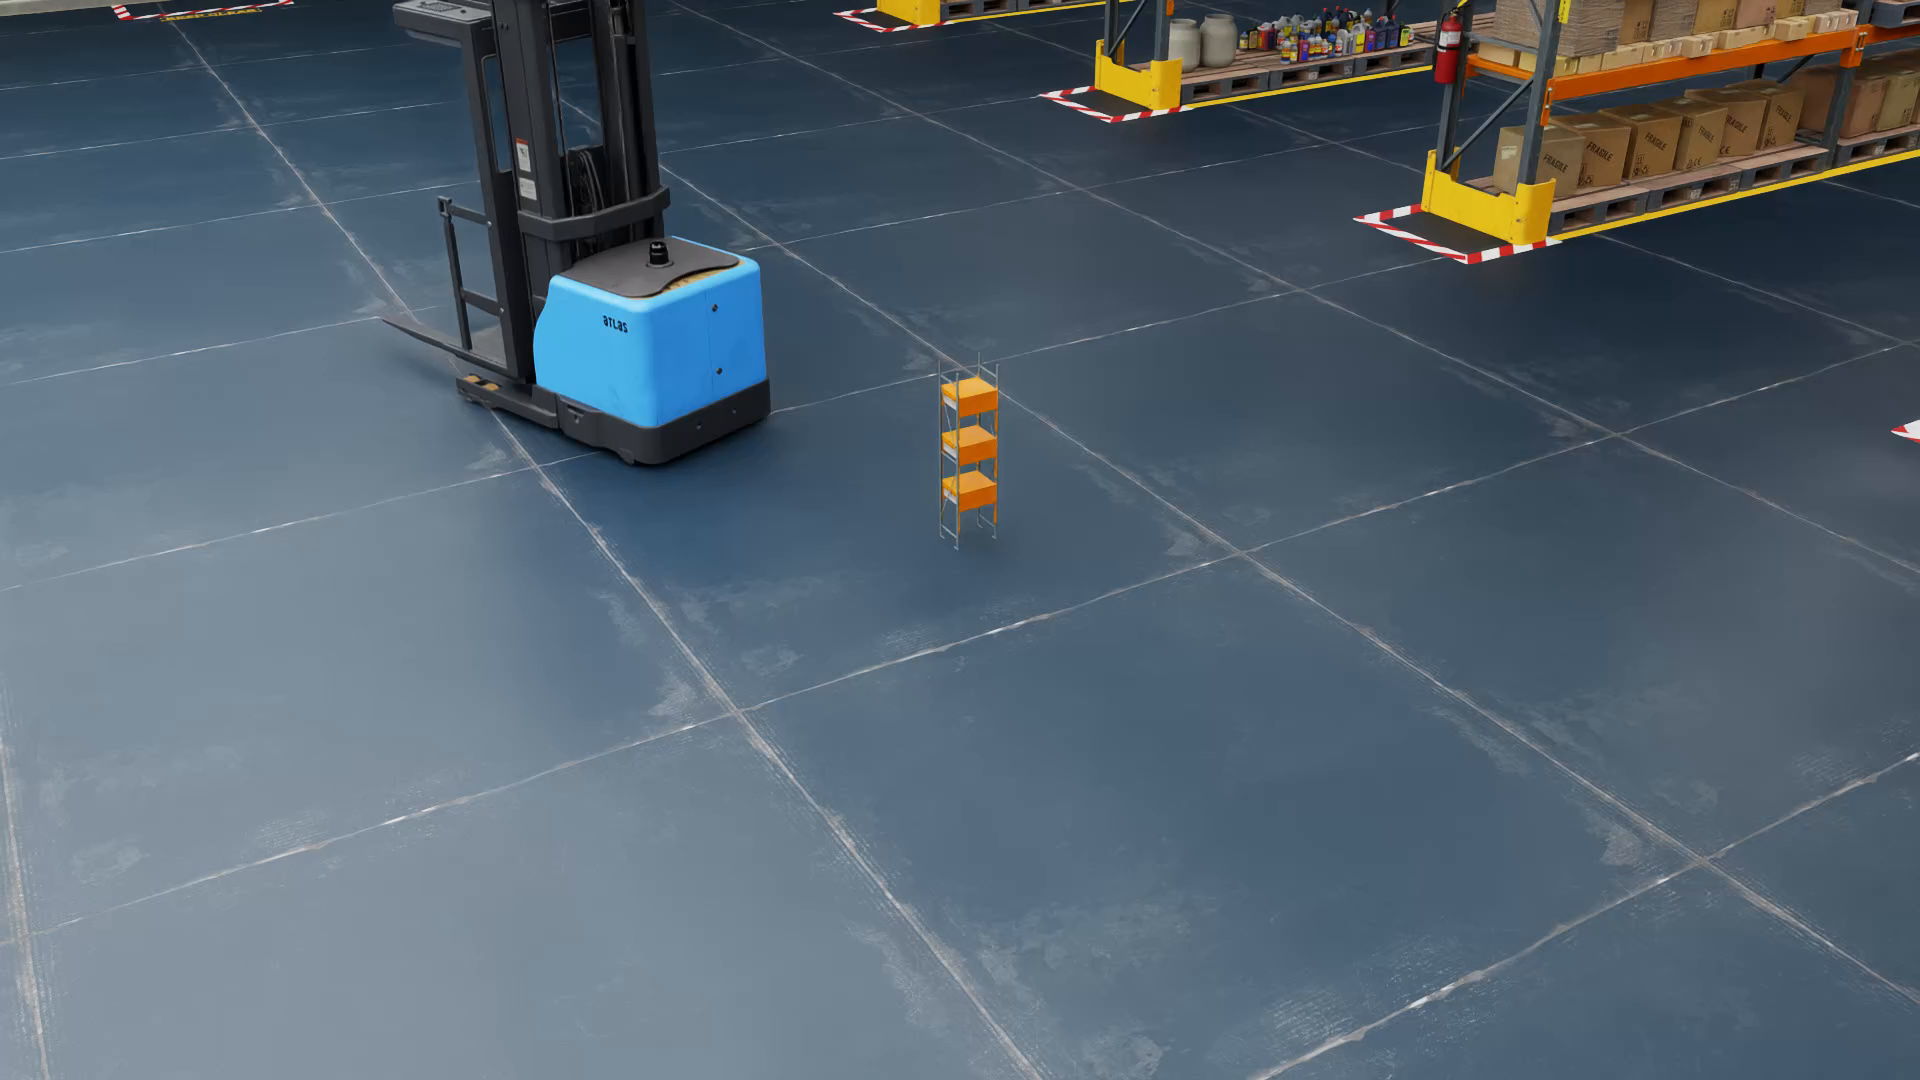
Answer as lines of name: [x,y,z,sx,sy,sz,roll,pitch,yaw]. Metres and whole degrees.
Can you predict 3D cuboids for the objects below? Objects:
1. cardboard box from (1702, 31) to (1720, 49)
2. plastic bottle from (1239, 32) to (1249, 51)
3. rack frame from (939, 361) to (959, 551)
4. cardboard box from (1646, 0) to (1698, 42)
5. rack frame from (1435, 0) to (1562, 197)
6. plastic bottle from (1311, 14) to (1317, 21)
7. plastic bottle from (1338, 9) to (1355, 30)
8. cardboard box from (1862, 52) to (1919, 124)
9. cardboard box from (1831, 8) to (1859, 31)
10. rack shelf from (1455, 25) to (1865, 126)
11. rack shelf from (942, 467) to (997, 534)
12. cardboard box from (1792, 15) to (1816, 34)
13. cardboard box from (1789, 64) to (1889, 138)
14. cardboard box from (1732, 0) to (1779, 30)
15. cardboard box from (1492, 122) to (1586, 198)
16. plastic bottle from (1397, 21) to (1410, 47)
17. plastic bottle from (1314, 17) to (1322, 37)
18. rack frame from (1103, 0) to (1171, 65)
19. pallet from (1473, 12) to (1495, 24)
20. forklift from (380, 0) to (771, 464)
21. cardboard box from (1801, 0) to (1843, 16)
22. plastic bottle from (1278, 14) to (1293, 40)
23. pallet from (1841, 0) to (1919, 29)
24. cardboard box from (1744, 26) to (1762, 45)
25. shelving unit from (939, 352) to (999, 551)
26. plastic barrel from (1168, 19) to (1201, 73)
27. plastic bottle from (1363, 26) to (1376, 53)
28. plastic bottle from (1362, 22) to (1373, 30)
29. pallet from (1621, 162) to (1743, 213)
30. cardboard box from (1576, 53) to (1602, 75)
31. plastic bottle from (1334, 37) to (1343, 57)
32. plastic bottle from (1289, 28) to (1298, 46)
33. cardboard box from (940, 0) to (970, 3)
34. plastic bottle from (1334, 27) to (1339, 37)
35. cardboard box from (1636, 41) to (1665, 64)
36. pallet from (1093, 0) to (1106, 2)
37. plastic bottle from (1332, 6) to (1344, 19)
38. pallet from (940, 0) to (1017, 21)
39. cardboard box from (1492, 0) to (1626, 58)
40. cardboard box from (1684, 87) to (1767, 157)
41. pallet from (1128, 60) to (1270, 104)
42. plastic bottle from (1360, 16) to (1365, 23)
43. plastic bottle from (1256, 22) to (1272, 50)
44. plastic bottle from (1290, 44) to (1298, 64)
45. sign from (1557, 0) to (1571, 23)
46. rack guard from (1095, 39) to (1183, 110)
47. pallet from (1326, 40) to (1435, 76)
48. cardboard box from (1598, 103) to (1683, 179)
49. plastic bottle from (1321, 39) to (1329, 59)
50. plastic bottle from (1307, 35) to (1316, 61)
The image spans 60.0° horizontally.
cardboard box: [6.221,-4.285,14.171,0.250,0.149,0.380,-16,33,-26]
plastic bottle: [3.216,-5.645,18.814,0.097,0.201,0.097,0,29,0]
rack frame: [-0.059,-0.443,8.966,0.008,1.050,0.200,-16,33,-26]
cardboard box: [5.676,-4.556,13.989,0.500,0.500,0.875,-16,33,-26]
rack frame: [4.364,-3.982,13.360,0.127,3.000,1.000,-16,33,-26]
plastic bottle: [4.071,-5.933,19.253,0.133,0.283,0.061,-14,32,-24]
plastic bottle: [4.470,-5.972,19.253,0.185,0.351,0.144,-16,33,-26]
cardboard box: [9.256,-4.446,16.334,0.500,0.500,0.700,-19,34,-30]
cardboard box: [7.776,-4.676,14.878,0.250,0.149,0.380,-16,33,-26]
rack shelf: [6.089,-4.156,14.421,4.000,0.370,1.077,-16,33,-26]
rack shelf: [0.046,-0.220,9.159,0.240,0.259,0.215,-16,33,-26]
cardboard box: [7.310,-4.582,14.709,0.250,0.149,0.380,-16,33,-26]
cardboard box: [8.353,-4.200,15.888,0.500,0.500,0.700,-19,34,-30]
cardboard box: [6.565,-4.778,14.392,0.500,0.500,0.875,-16,33,-26]
cardboard box: [4.911,-3.217,14.127,0.500,0.500,0.500,-10,30,-17]
plastic bottle: [5.056,-5.772,18.961,0.133,0.283,0.061,-14,32,-24]
plastic bottle: [4.127,-5.900,19.204,0.097,0.271,0.097,0,29,0]
rack frame: [1.855,-6.045,17.099,0.127,3.000,1.000,-16,33,-26]
pallet: [7.014,-6.312,20.469,1.213,0.211,1.003,-16,33,-26]
forklift: [-2.664,-2.308,10.399,3.031,2.935,1.130,21,35,34]
cardboard box: [7.394,-5.050,14.885,0.500,0.500,0.875,-16,33,-26]
plastic bottle: [3.708,-5.836,19.007,0.185,0.351,0.144,-14,32,-24]
pallet: [8.546,-5.003,15.410,1.213,0.211,1.003,-16,33,-26]
cardboard box: [6.674,-4.390,14.361,0.250,0.149,0.380,-16,33,-26]
shelving unit: [0.046,-0.473,9.020,0.252,1.050,0.215,-16,33,-26]
plastic barrel: [2.384,-5.332,17.948,0.421,0.512,0.421,0,29,0]
plastic bottle: [4.610,-5.645,18.731,0.133,0.283,0.061,-14,32,-23]
plastic bottle: [4.632,-5.755,18.937,0.135,0.276,0.152,-16,33,-26]
pallet: [6.199,-3.260,14.939,1.213,0.211,1.003,-16,33,-26]
cardboard box: [4.956,-3.895,13.464,0.250,0.149,0.380,-16,33,-26]
plastic bottle: [4.220,-5.509,18.569,0.097,0.201,0.097,0,29,0]
plastic bottle: [3.807,-5.731,18.972,0.097,0.201,0.097,0,29,0]
cardboard box: [-0.076,-7.128,21.473,0.500,0.250,0.500,-16,33,-26]
plastic bottle: [4.254,-5.630,18.703,0.133,0.283,0.061,-16,33,-26]
cardboard box: [5.603,-4.078,13.795,0.250,0.149,0.380,-16,33,-26]
pallet: [2.091,-7.690,22.967,1.213,0.211,1.003,-16,33,-26]
plastic bottle: [4.397,-6.032,19.362,0.185,0.351,0.144,-15,32,-25]
pallet: [-0.013,-7.093,21.884,1.213,0.211,1.003,-16,33,-26]
cardboard box: [4.852,-4.279,13.487,0.500,0.500,0.875,-16,33,-26]
cardboard box: [6.958,-3.826,15.230,0.500,0.500,0.500,-6,29,-11]
pallet: [2.600,-5.059,18.198,1.213,0.211,1.003,-16,33,-26]
plastic bottle: [4.719,-6.071,19.588,0.097,0.201,0.097,0,29,0]
plastic bottle: [3.447,-5.727,18.887,0.135,0.276,0.152,-16,33,-26]
plastic bottle: [3.665,-5.352,18.284,0.097,0.201,0.097,0,29,0]
sign: [4.639,-4.135,12.742,0.005,0.325,0.100,-16,33,-26]
rack guard: [1.897,-4.989,17.772,0.348,0.500,1.175,-16,33,-26]
pallet: [4.703,-5.656,19.281,1.213,0.211,1.003,-16,33,-26]
cardboard box: [5.958,-3.523,14.681,0.500,0.500,0.500,-13,31,-22]
plastic bottle: [4.043,-5.459,18.478,0.097,0.201,0.097,0,29,0]
plastic bottle: [3.871,-5.441,18.373,0.097,0.271,0.097,0,29,0]
